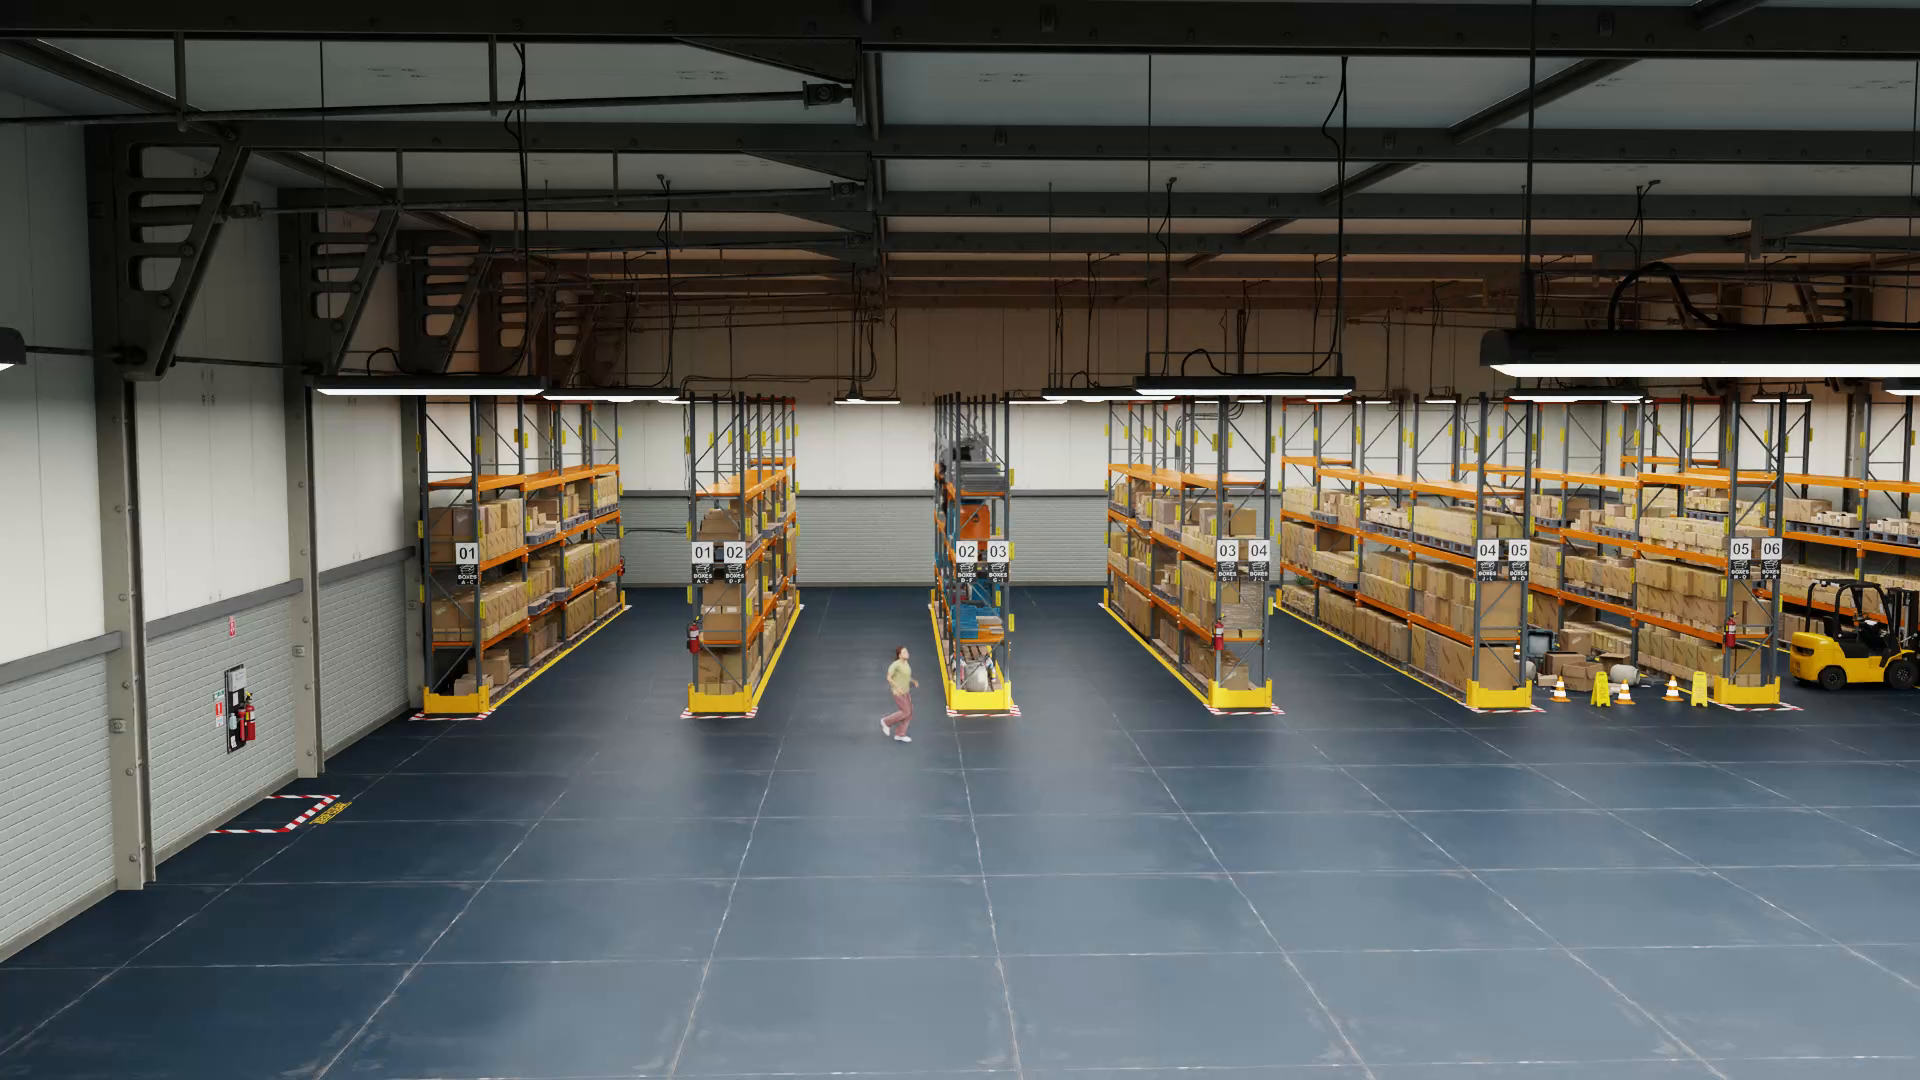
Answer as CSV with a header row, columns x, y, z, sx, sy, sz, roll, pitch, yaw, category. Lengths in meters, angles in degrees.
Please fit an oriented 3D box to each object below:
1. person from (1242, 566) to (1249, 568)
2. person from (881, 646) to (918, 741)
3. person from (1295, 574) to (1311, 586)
x,y,z,sx,sy,sz,roll,pitch,yaw,category
7.896,1.136,46.940,0.611,1.675,0.713,2,5,21,person
-1.031,2.631,28.581,0.585,1.631,0.574,2,5,25,person
10.154,0.922,48.736,0.876,1.844,0.643,-1,5,-13,person
